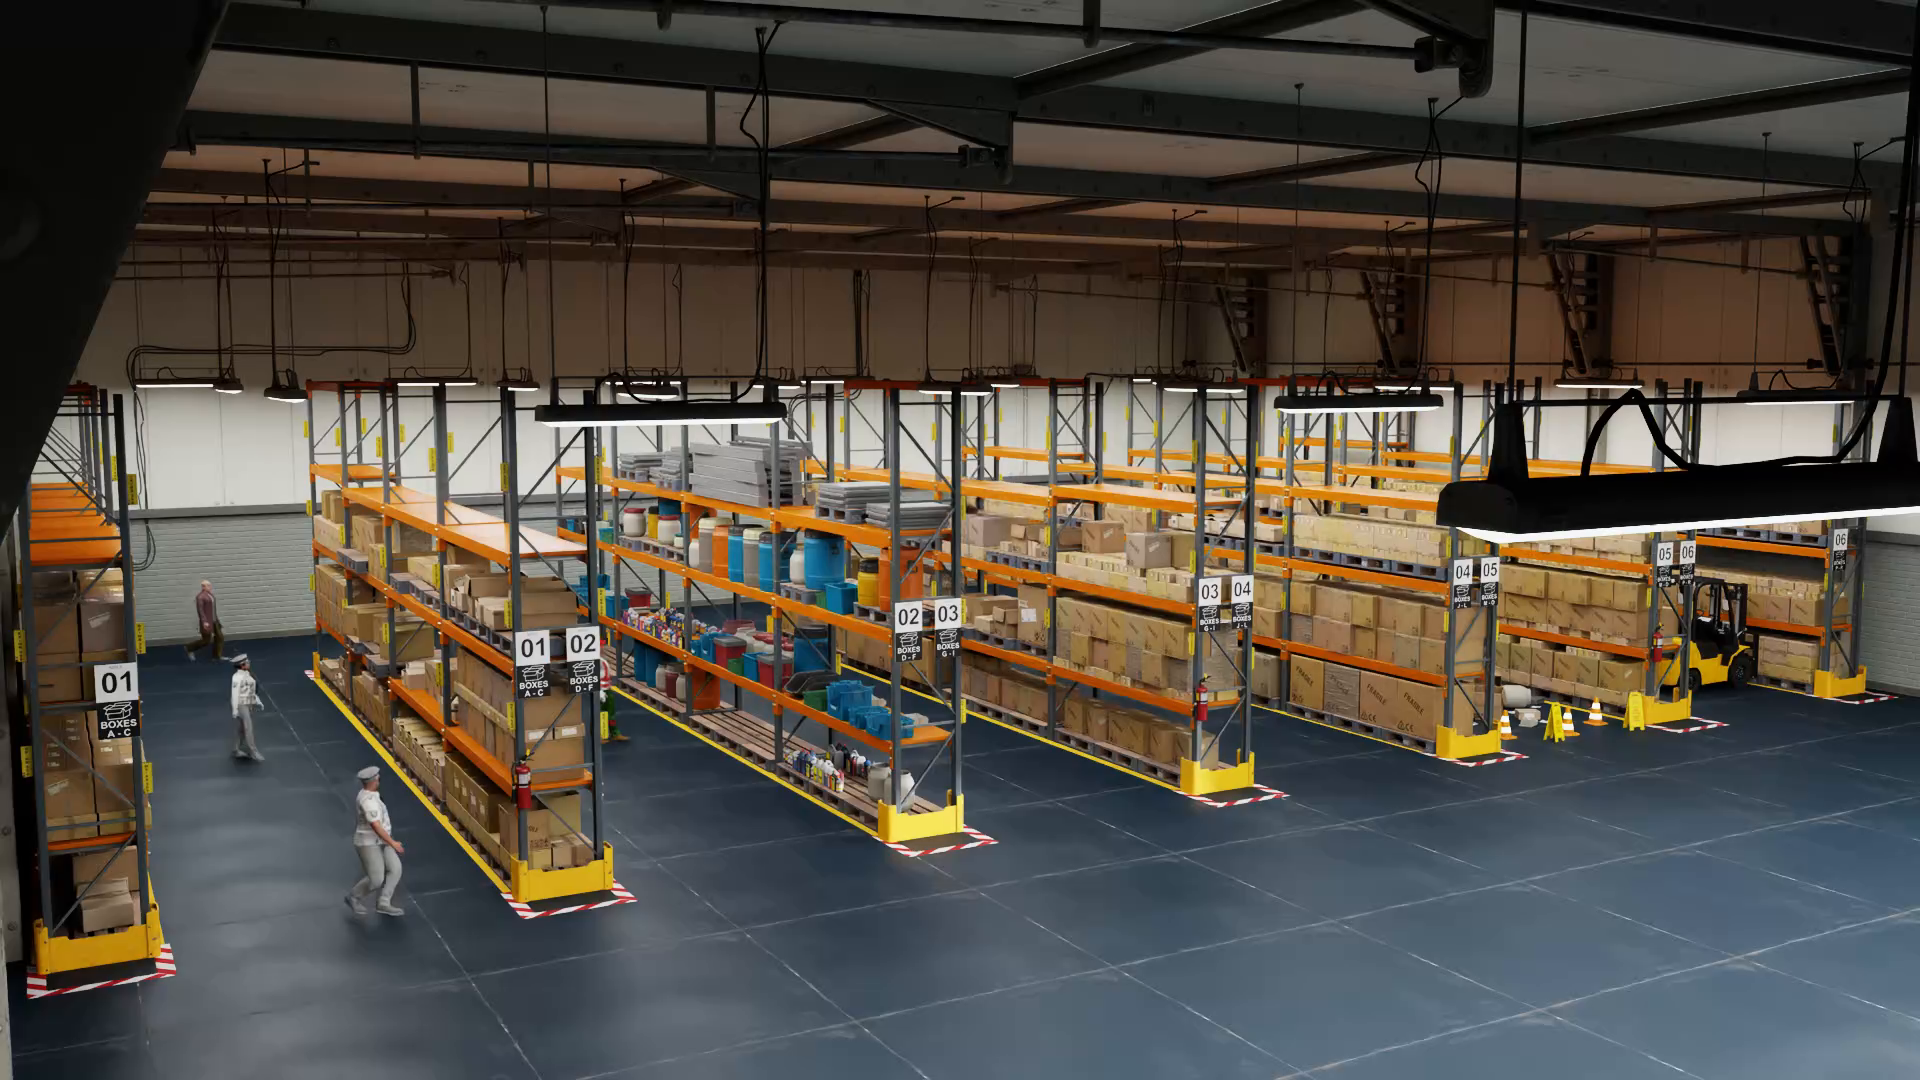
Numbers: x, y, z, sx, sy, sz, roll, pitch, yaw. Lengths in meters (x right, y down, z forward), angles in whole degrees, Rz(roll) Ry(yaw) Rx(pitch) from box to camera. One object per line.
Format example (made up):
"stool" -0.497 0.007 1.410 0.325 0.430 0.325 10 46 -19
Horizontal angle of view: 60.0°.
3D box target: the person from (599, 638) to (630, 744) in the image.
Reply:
"person" -5.881 2.500 27.728 0.613 1.784 0.621 1 6 8

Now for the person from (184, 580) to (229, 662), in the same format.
"person" -15.957 1.718 35.179 0.874 1.736 0.599 1 6 7

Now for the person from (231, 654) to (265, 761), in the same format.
"person" -11.384 2.661 26.597 0.735 1.677 0.550 2 6 16

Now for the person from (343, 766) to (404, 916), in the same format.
"person" -6.705 3.461 19.059 0.746 1.728 0.591 0 6 -2
